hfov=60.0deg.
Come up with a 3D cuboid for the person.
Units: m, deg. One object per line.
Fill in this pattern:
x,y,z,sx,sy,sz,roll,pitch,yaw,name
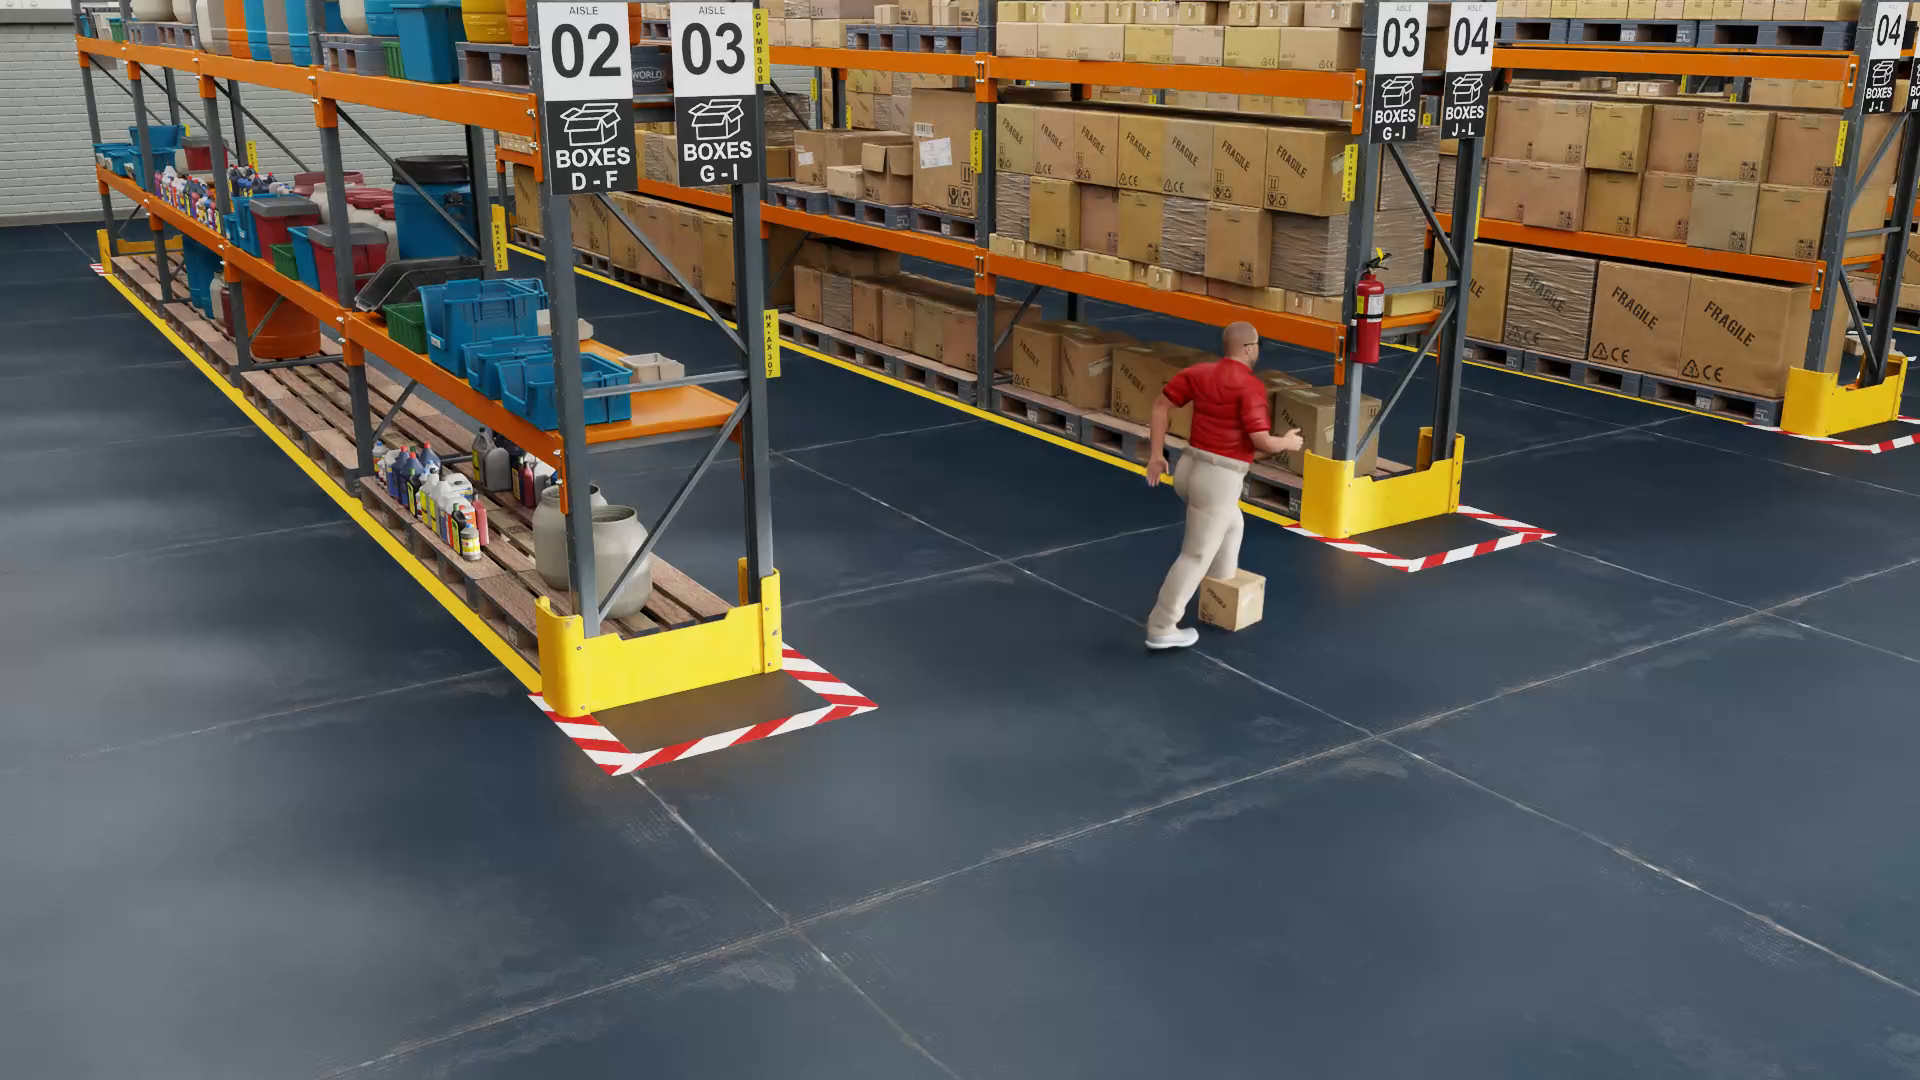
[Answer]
1.317,-0.304,8.610,0.921,1.649,0.678,-9,20,-25,person
